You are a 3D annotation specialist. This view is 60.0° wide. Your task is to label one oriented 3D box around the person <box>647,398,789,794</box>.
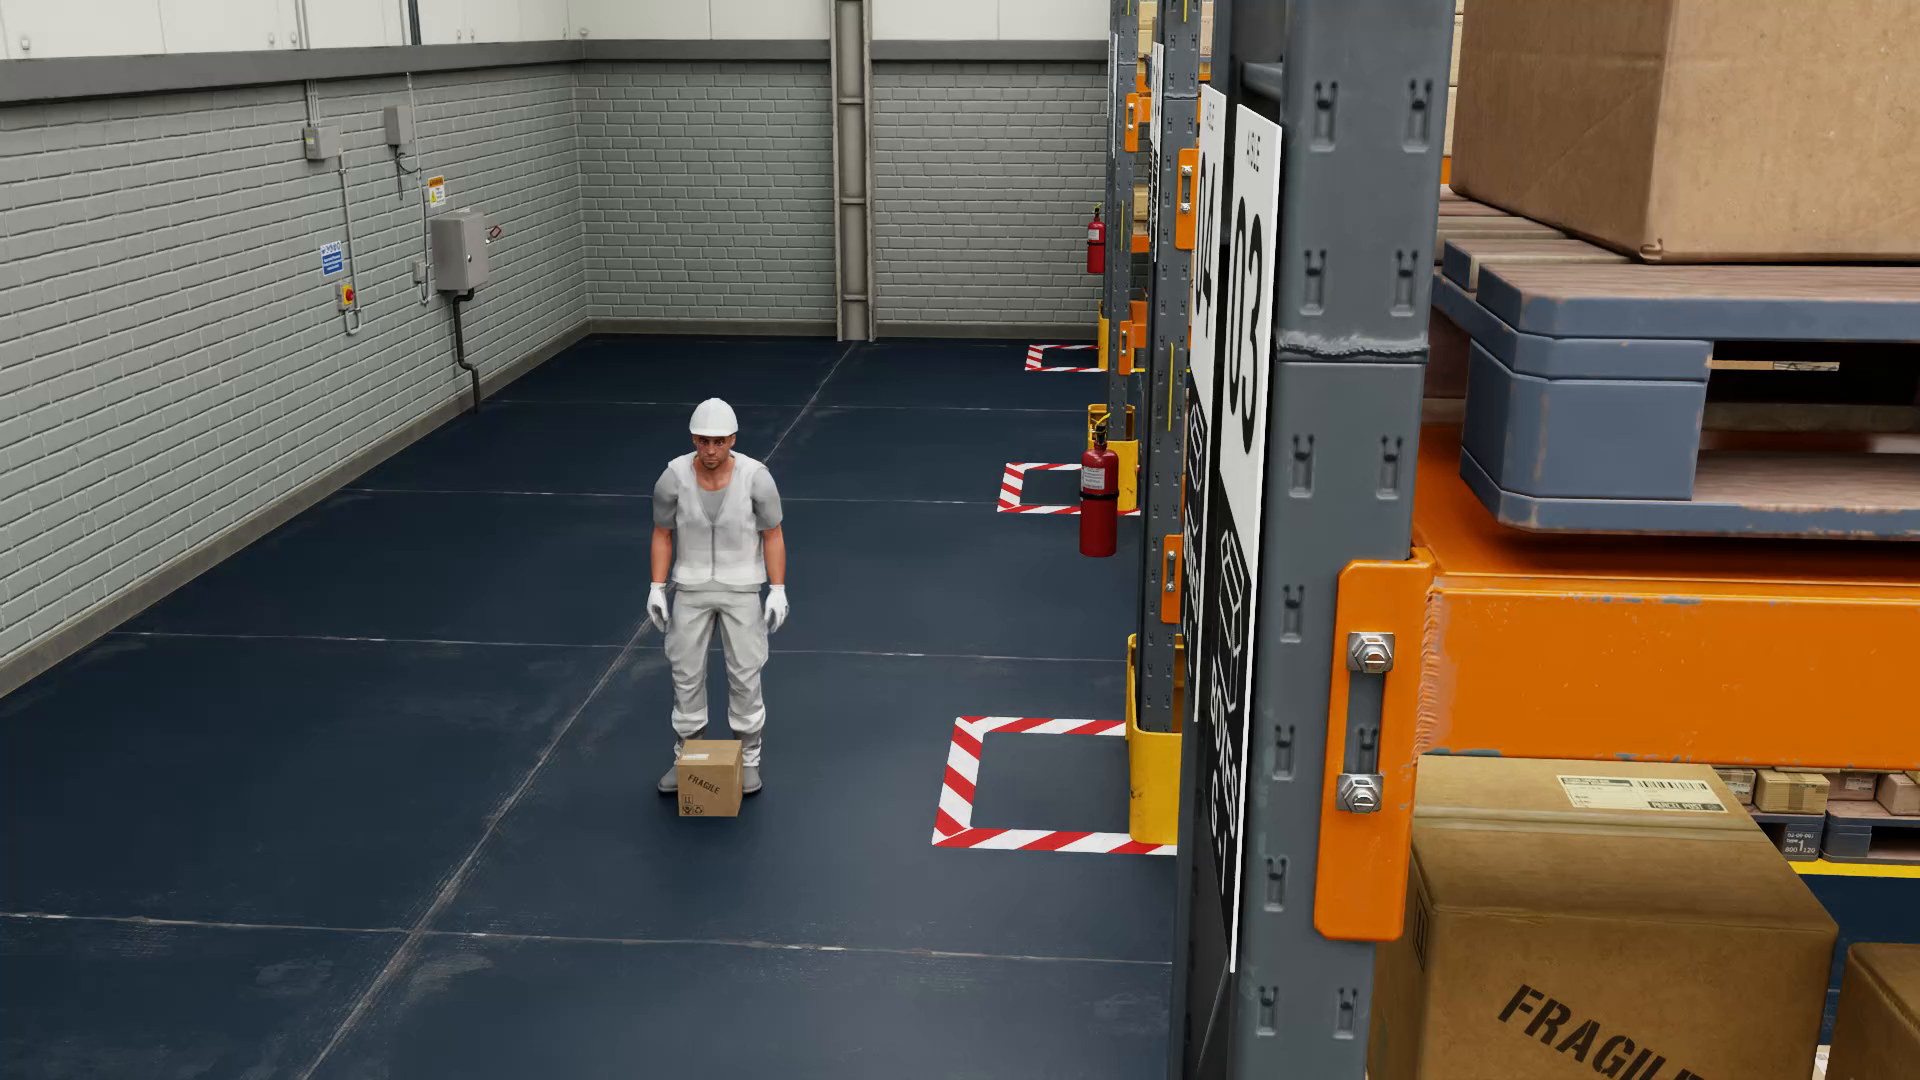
[{"bbox_3d":[-1.055,0.245,7.244,0.617,1.776,0.453,0,17,1],"label":"person"}]
